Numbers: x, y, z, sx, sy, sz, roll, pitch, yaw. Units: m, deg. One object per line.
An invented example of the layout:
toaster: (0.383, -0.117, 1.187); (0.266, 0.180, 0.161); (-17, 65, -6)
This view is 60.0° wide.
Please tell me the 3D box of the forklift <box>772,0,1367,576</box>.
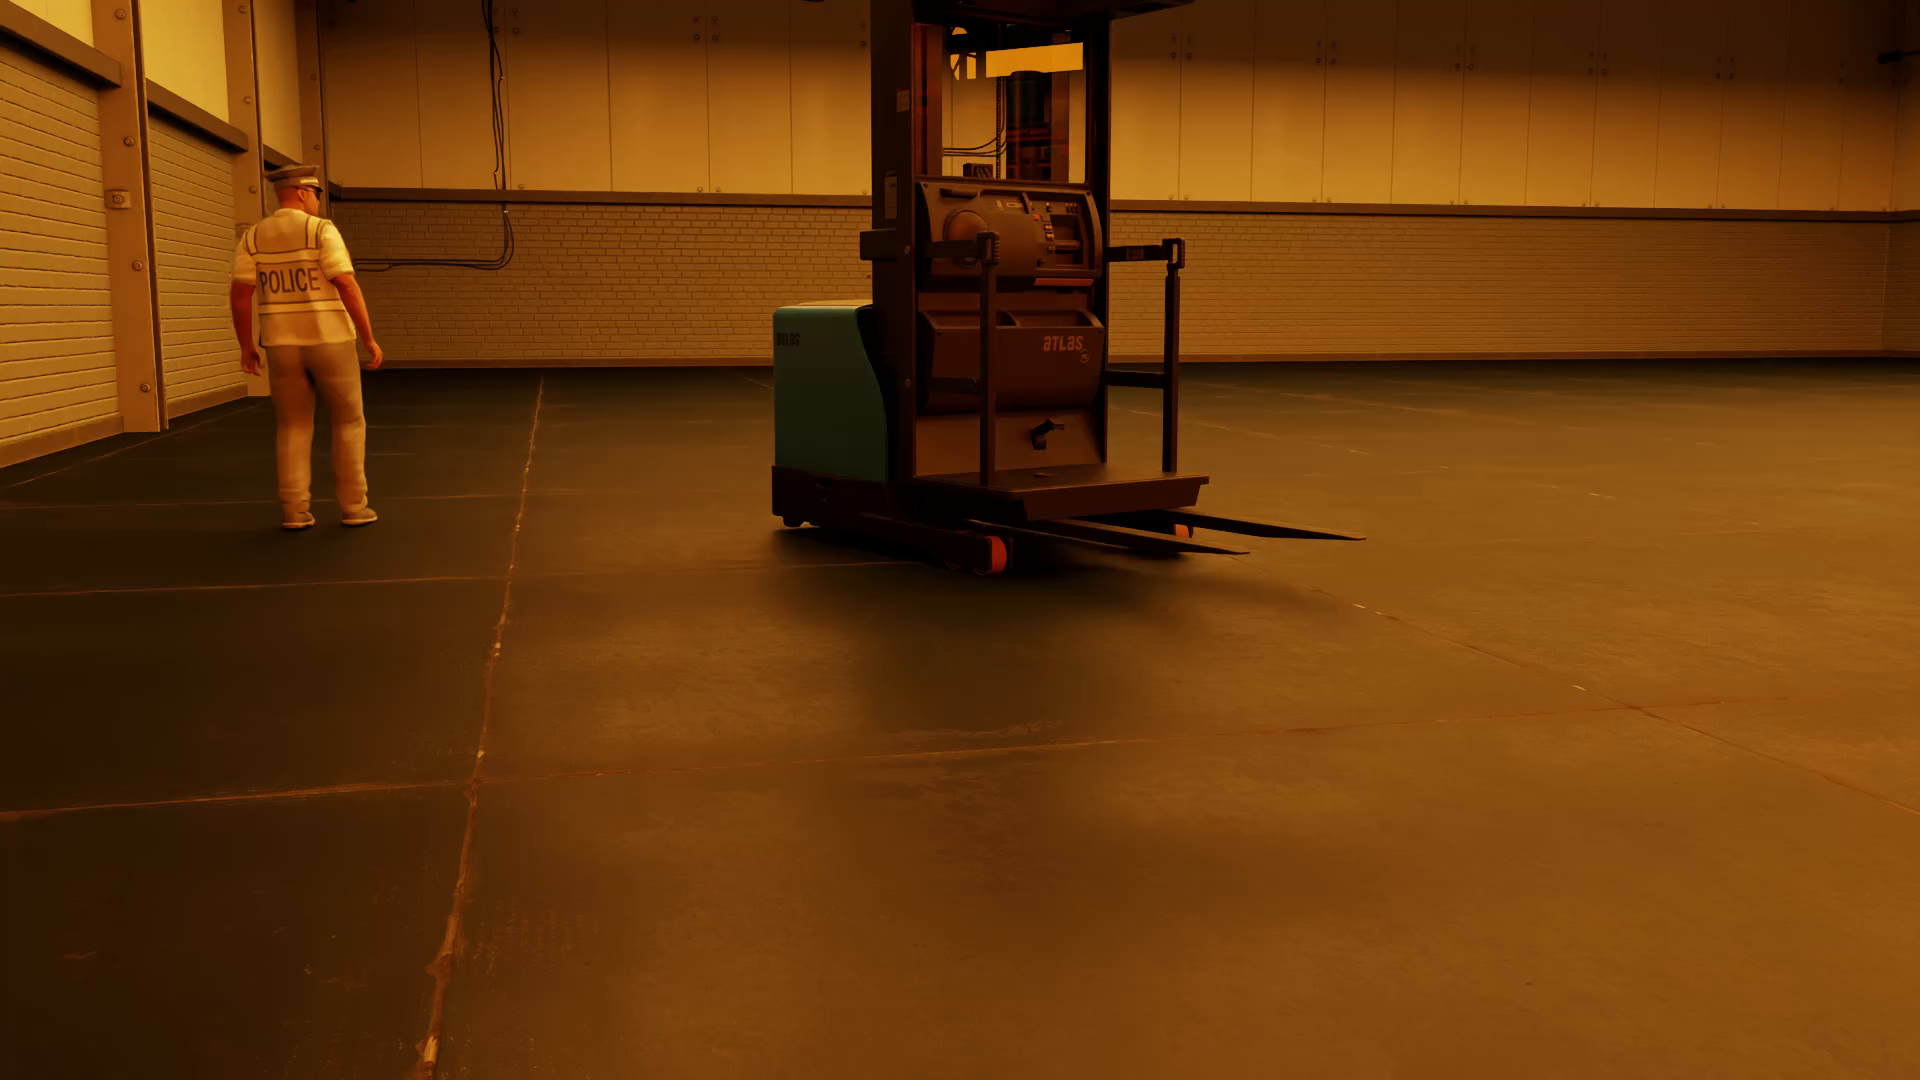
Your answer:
forklift: (0.355, -1.383, 7.015); (1.130, 2.935, 3.031); (-6, 10, -35)

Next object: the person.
person: (-3.144, -0.939, 8.083); (0.668, 1.758, 0.449); (0, 8, -1)
